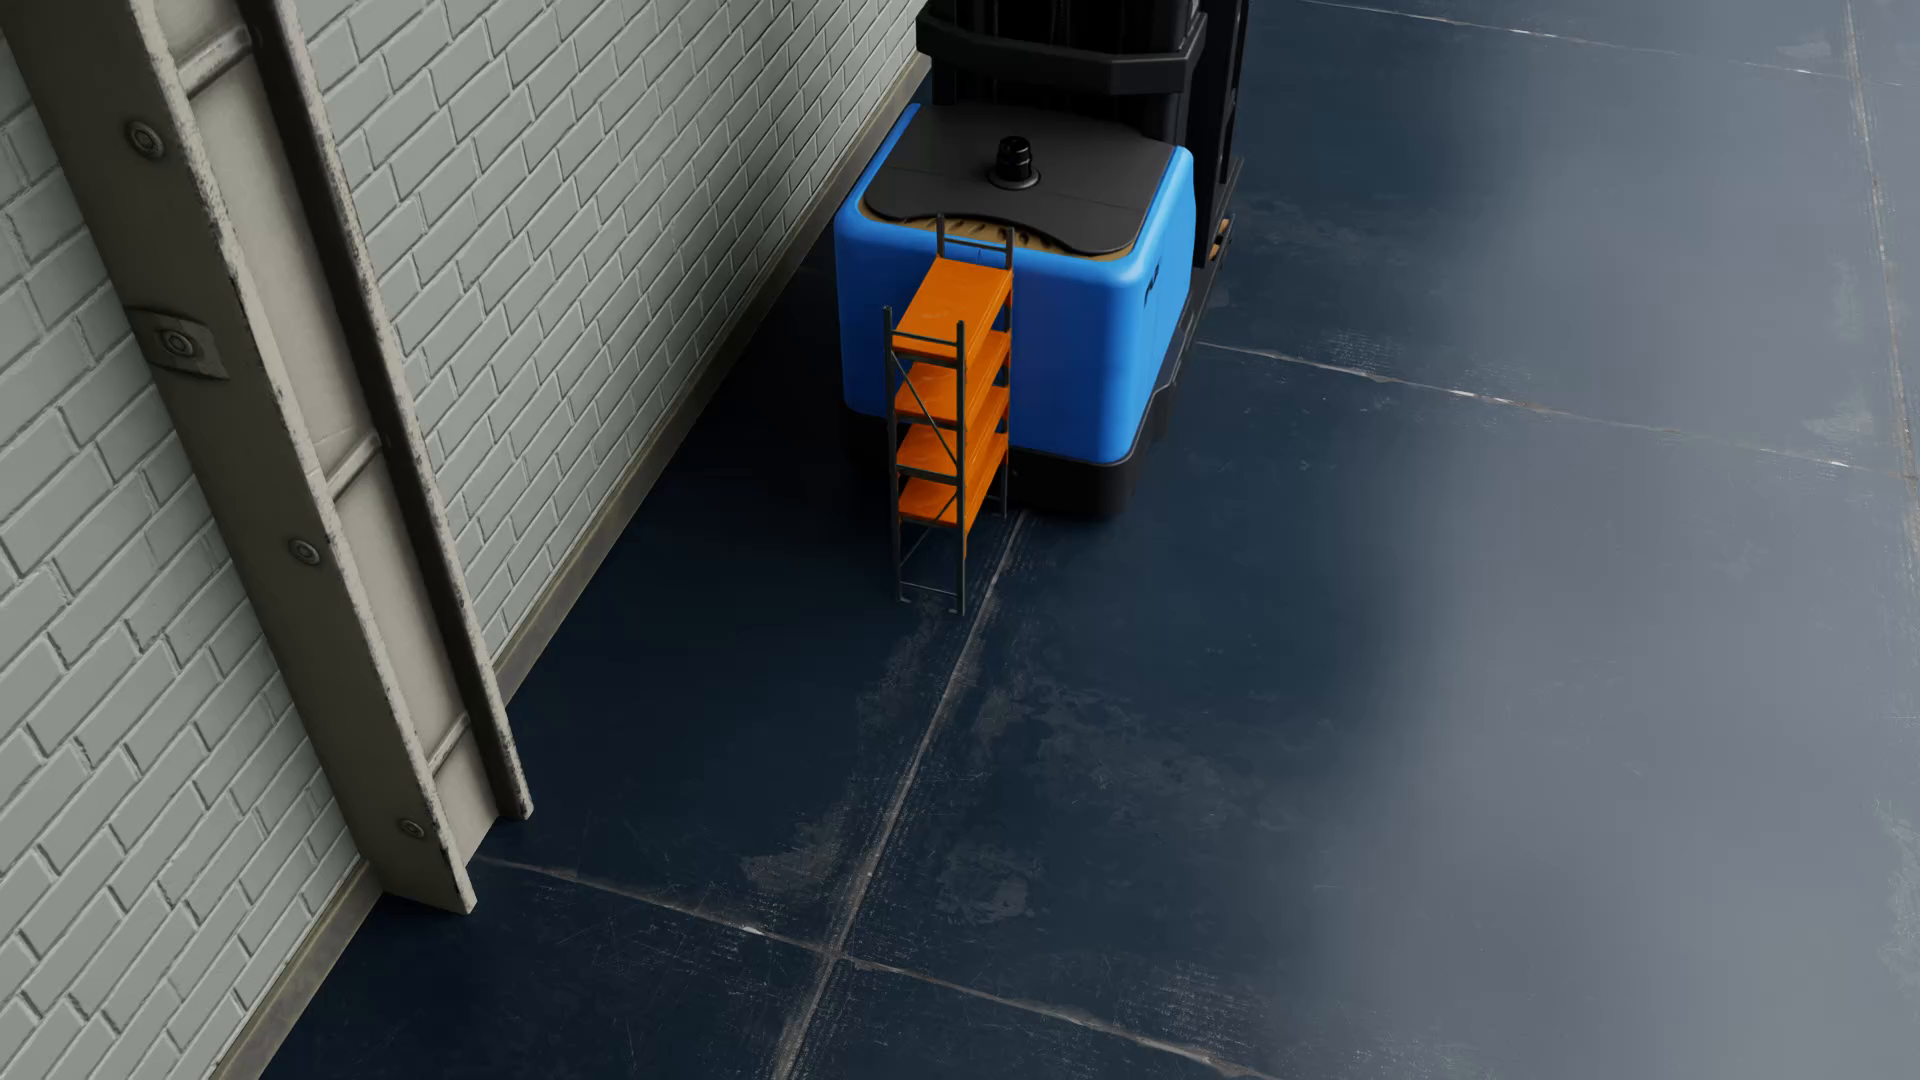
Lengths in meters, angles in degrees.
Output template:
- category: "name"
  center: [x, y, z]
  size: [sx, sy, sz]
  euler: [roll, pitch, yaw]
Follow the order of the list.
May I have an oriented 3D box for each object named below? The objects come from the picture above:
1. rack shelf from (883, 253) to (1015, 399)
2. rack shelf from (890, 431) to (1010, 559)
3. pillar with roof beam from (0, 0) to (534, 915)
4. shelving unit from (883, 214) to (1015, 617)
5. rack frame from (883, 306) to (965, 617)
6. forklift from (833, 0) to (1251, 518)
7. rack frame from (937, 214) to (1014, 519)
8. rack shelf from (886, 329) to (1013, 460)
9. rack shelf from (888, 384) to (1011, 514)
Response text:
- category: "rack shelf"
  center: [-0.028, -0.649, 4.994]
  size: [0.258, 0.148, 0.480]
  euler: [13, 46, 13]
- category: "rack shelf"
  center: [-0.028, -0.178, 5.454]
  size: [0.258, 0.148, 0.480]
  euler: [13, 46, 13]
- category: "pillar with roof beam"
  center: [2.634, -1.414, 0.761]
  size: [9.100, 9.000, 0.400]
  euler: [13, 46, 13]
- category: "shelving unit"
  center: [-0.028, -0.368, 5.268]
  size: [0.258, 1.200, 0.503]
  euler: [13, 46, 13]
- category: "rack frame"
  center: [-0.102, -0.206, 5.102]
  size: [0.240, 1.200, 0.015]
  euler: [13, 46, 13]
- category: "forklift"
  center: [0.512, -2.173, 5.875]
  size: [1.130, 2.935, 3.031]
  euler: [13, 46, 13]
- category: "rack frame"
  center: [0.046, -0.531, 5.435]
  size: [0.240, 1.200, 0.015]
  euler: [13, 46, 13]
- category: "rack shelf"
  center: [-0.028, -0.480, 5.159]
  size: [0.258, 0.148, 0.480]
  euler: [13, 46, 13]
- category: "rack shelf"
  center: [-0.028, -0.320, 5.316]
  size: [0.258, 0.148, 0.480]
  euler: [13, 46, 13]
